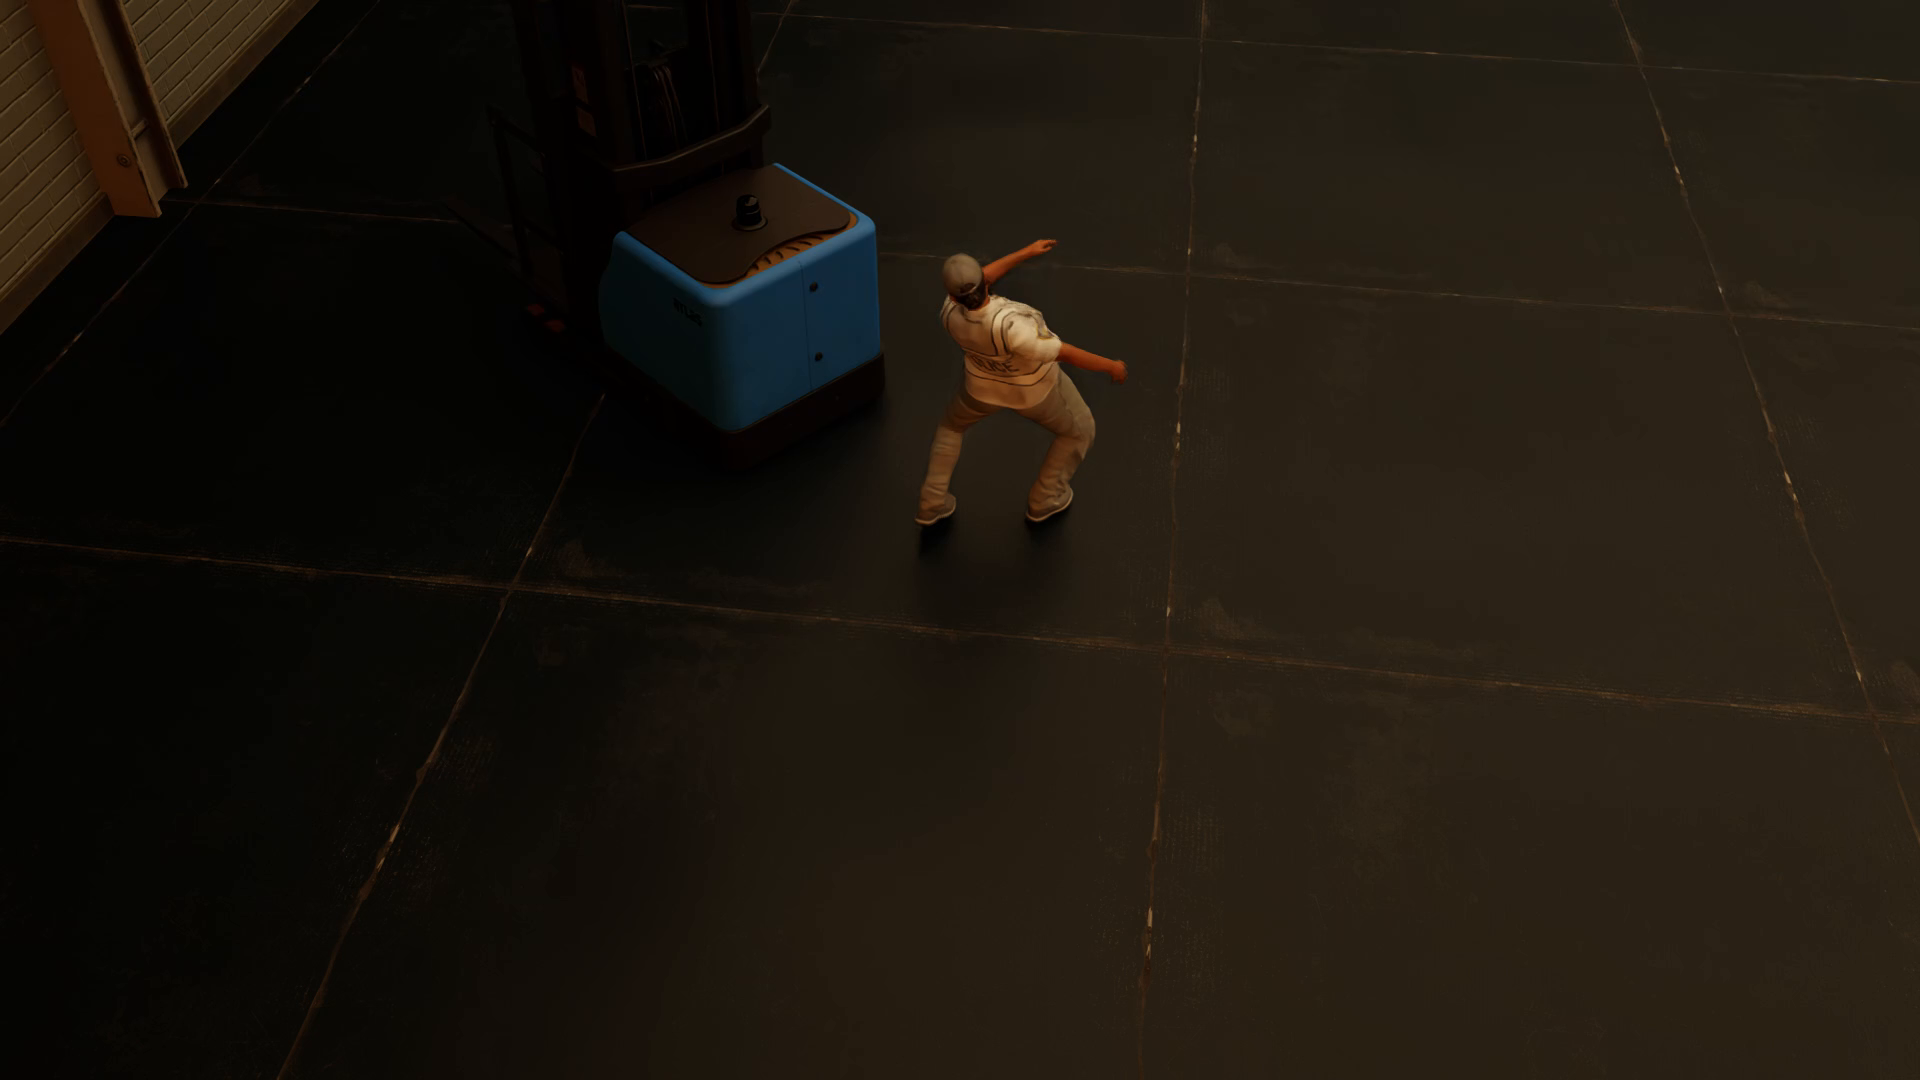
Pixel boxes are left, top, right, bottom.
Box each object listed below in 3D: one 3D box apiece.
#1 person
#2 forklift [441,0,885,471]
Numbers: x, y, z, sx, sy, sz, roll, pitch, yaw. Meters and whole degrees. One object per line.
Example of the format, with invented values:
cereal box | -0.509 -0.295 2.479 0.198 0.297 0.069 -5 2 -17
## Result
person | 0.312 -0.716 7.560 0.895 1.475 0.786 13 44 14
forklift | -1.764 -2.324 8.255 1.130 2.935 3.031 -32 52 -30
